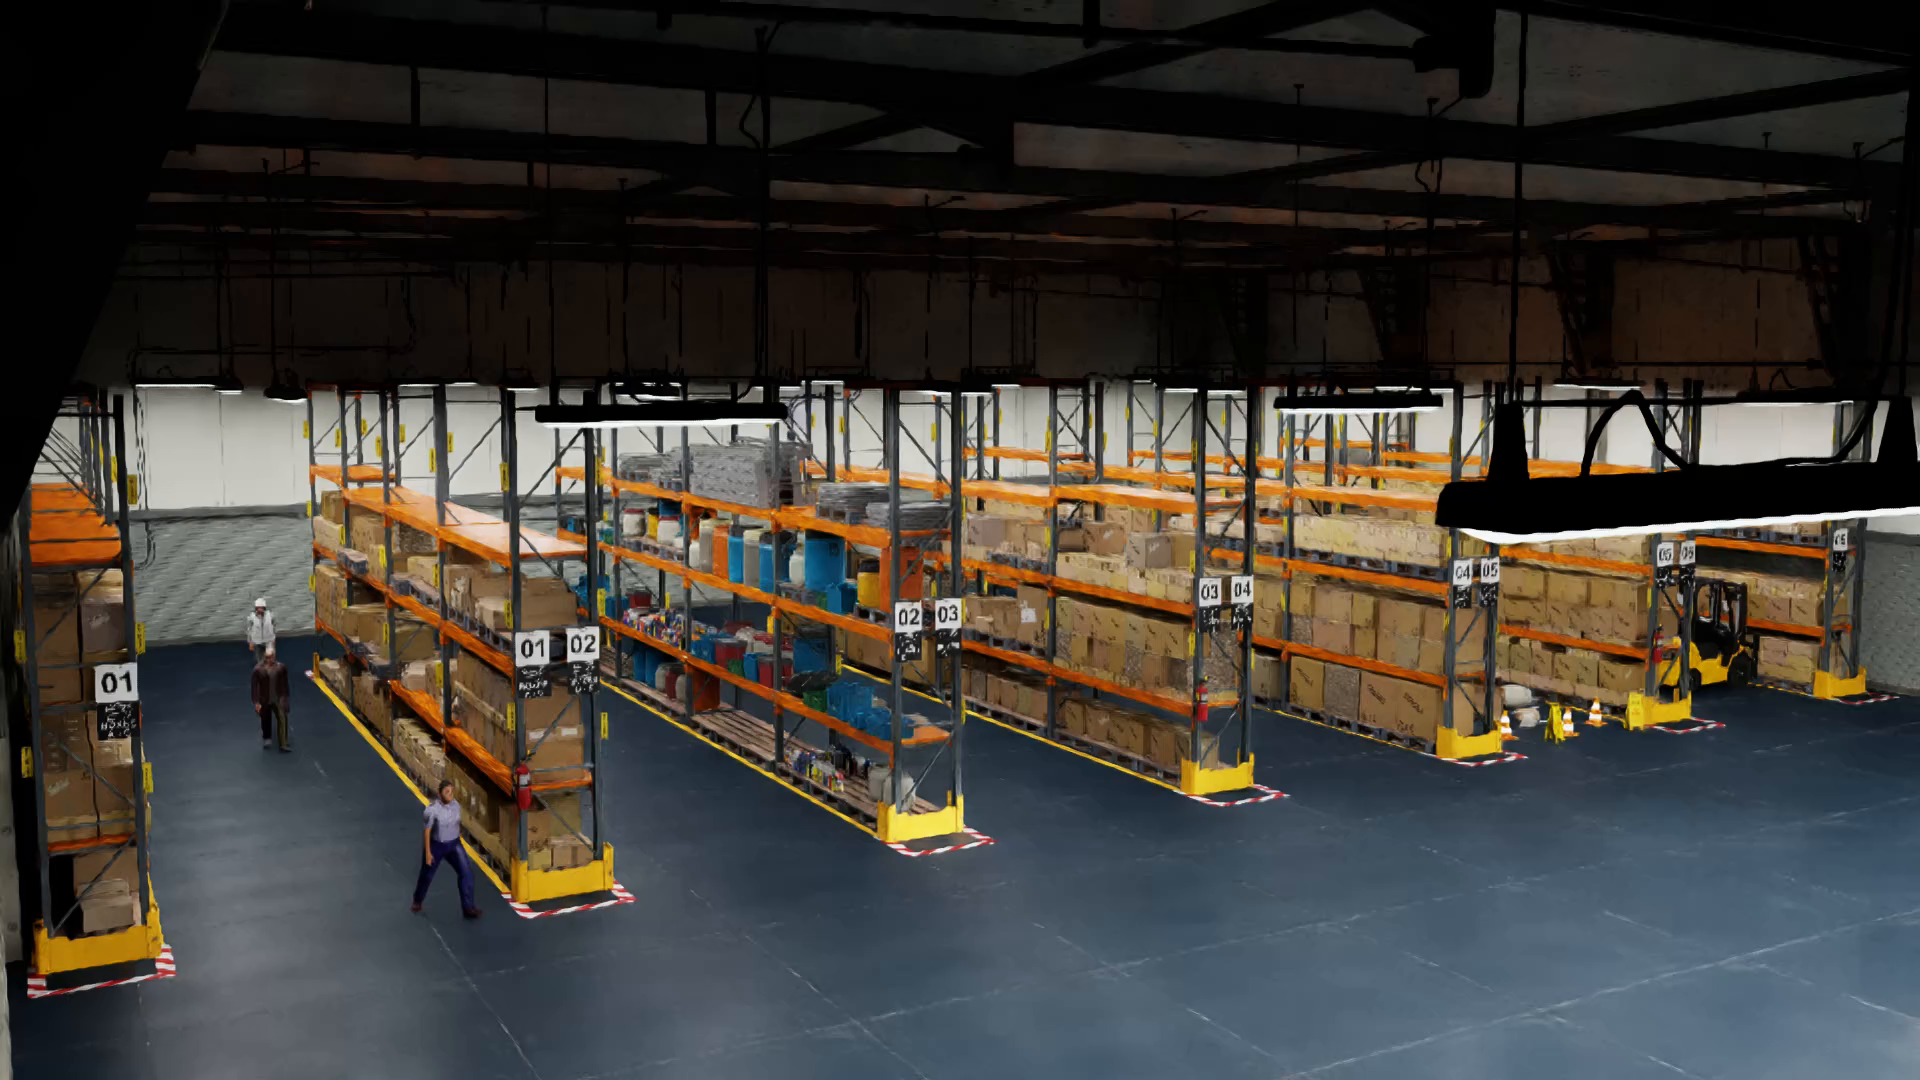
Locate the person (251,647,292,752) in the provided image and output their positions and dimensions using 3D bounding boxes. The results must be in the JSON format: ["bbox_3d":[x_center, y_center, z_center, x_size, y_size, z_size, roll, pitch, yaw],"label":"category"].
[{"bbox_3d":[-11.230,2.587,27.118,0.598,1.698,1.193,-3,7,-27],"label":"person"}]

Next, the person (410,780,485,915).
[{"bbox_3d":[-5.936,3.523,19.076,0.945,1.576,0.518,5,8,40],"label":"person"}]

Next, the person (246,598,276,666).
[{"bbox_3d":[-13.814,1.977,32.890,0.544,1.695,1.101,-3,7,-25],"label":"person"}]
